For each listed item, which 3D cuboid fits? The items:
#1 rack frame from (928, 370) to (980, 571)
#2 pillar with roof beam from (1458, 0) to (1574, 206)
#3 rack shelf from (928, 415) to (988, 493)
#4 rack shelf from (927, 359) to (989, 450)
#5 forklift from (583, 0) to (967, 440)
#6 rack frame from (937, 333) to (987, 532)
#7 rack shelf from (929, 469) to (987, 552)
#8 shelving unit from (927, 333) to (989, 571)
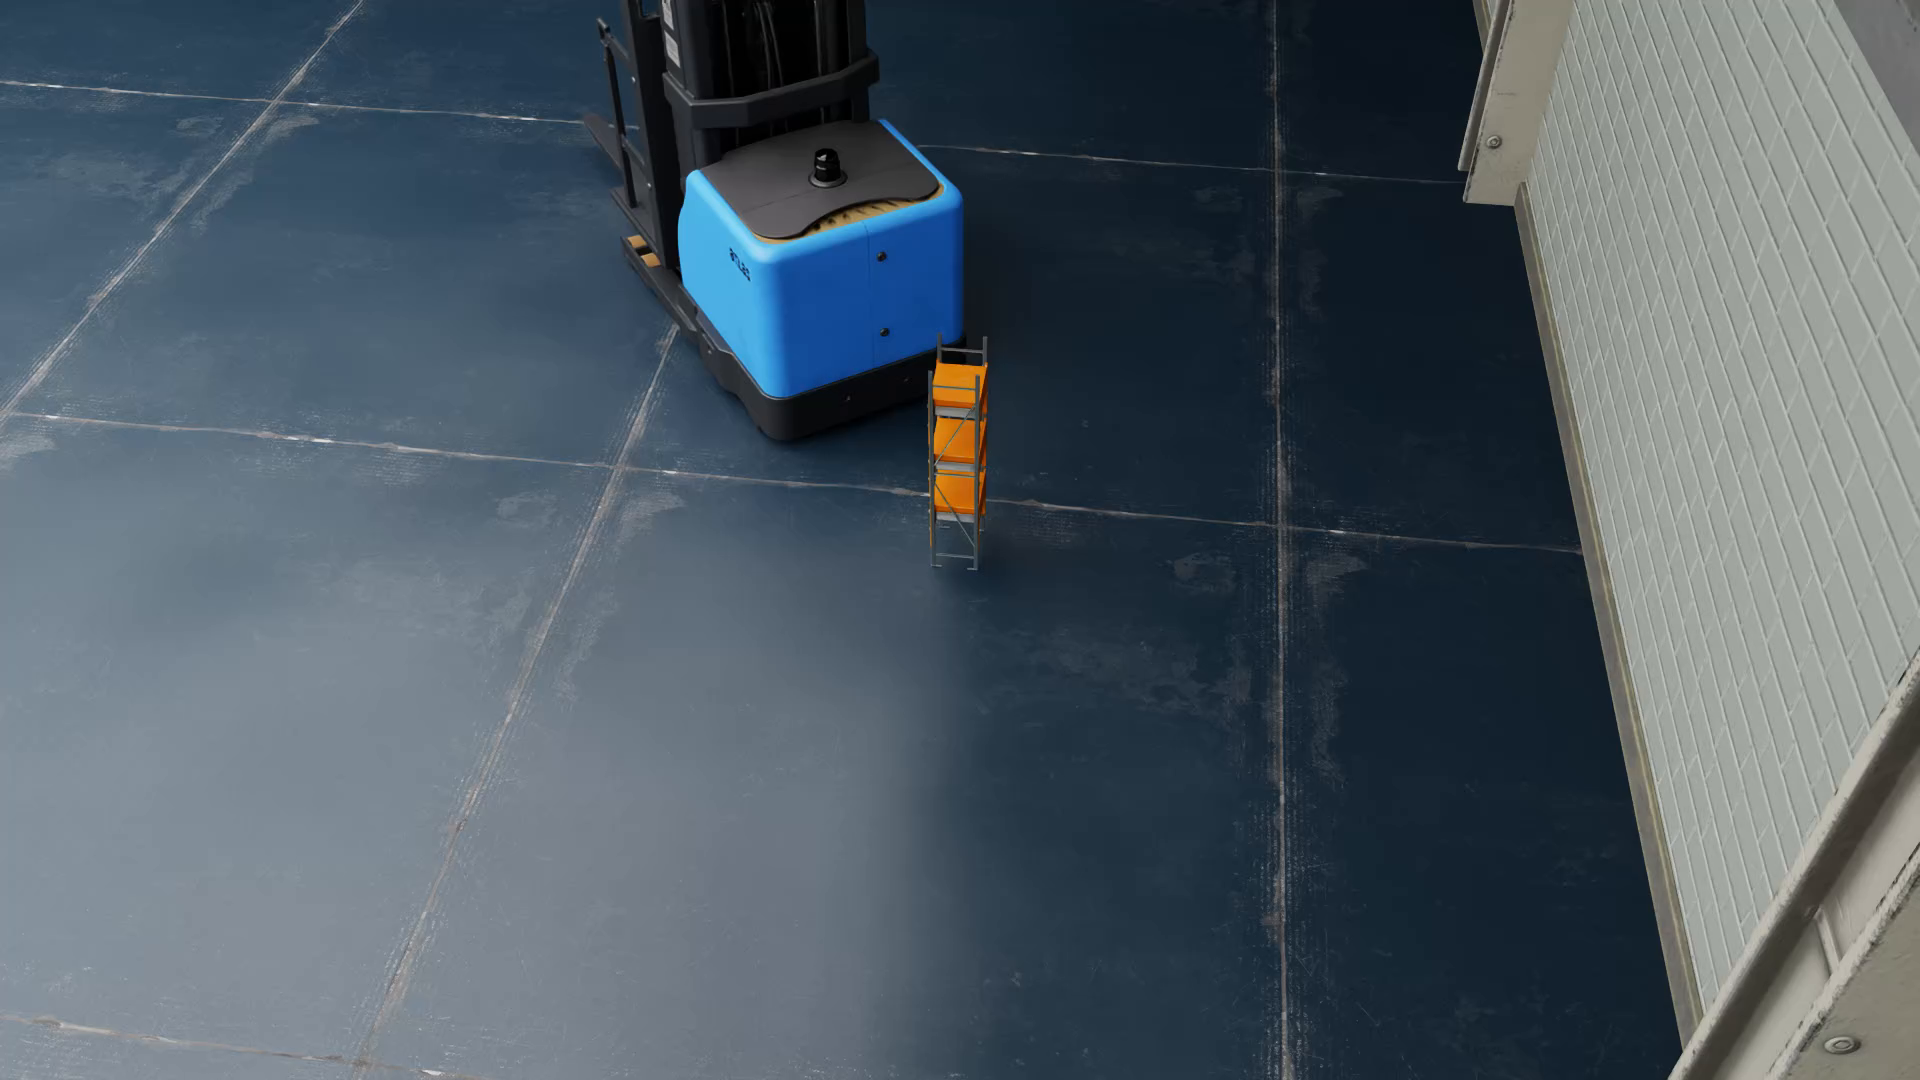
[{"bbox_3d":[-0.023,-0.262,6.763,0.200,1.050,0.008,5,44,6],"label":"rack frame"},{"bbox_3d":[-1.292,-5.655,6.677,9.100,9.000,0.400,5,44,6],"label":"pillar with roof beam"},{"bbox_3d":[-0.007,-0.337,6.858,0.215,0.259,0.240,5,44,6],"label":"rack shelf"},{"bbox_3d":[-0.007,-0.543,6.663,0.215,0.259,0.240,5,44,6],"label":"rack shelf"},{"bbox_3d":[-1.124,-2.527,7.787,1.130,2.935,3.031,-21,47,-21],"label":"forklift"},{"bbox_3d":[0.009,-0.428,6.938,0.200,1.050,0.008,5,44,6],"label":"rack frame"},{"bbox_3d":[-0.007,-0.135,7.049,0.215,0.259,0.240,5,44,6],"label":"rack shelf"},{"bbox_3d":[-0.007,-0.345,6.851,0.215,1.050,0.252,5,44,6],"label":"shelving unit"}]
